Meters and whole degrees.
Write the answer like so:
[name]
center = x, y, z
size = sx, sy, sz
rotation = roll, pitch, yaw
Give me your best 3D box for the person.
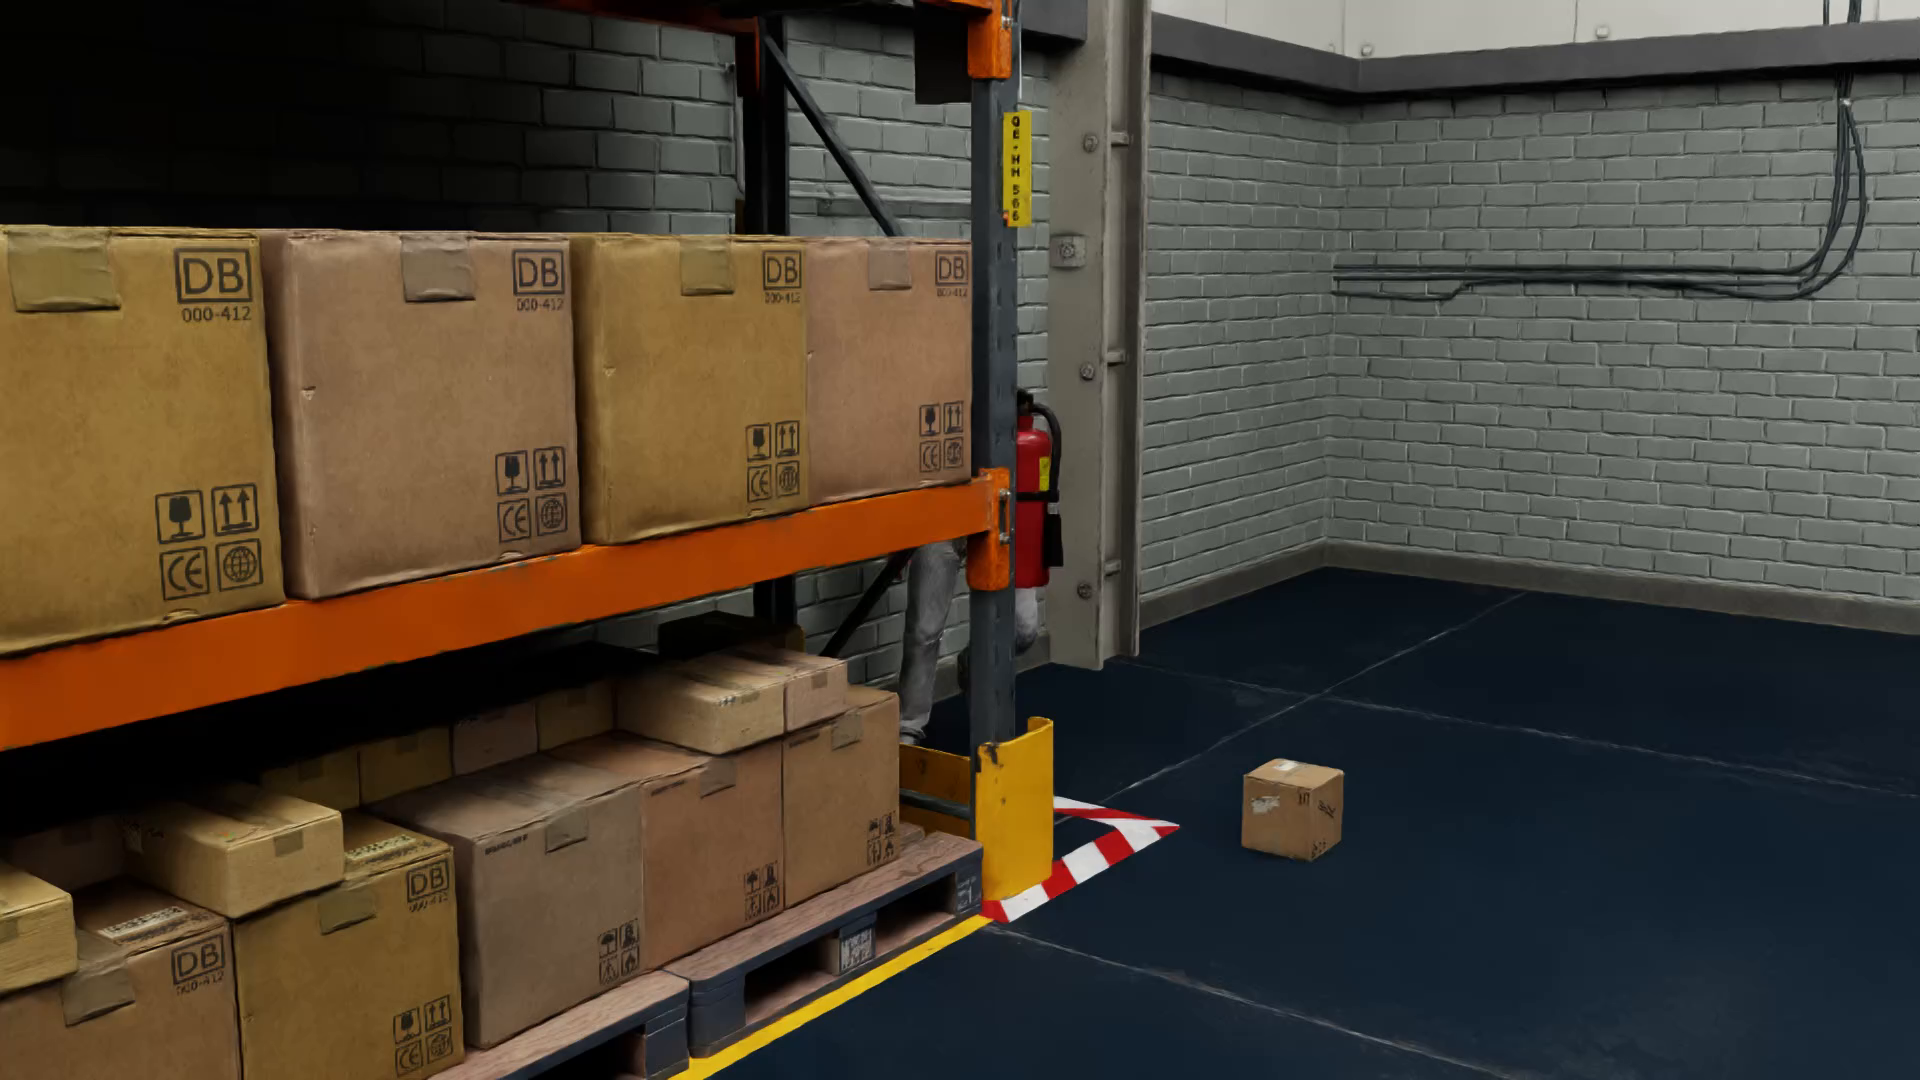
[person]
center = -0.043, -0.048, 6.484
size = 0.654, 1.769, 0.553
rotation = -3, 10, -16
